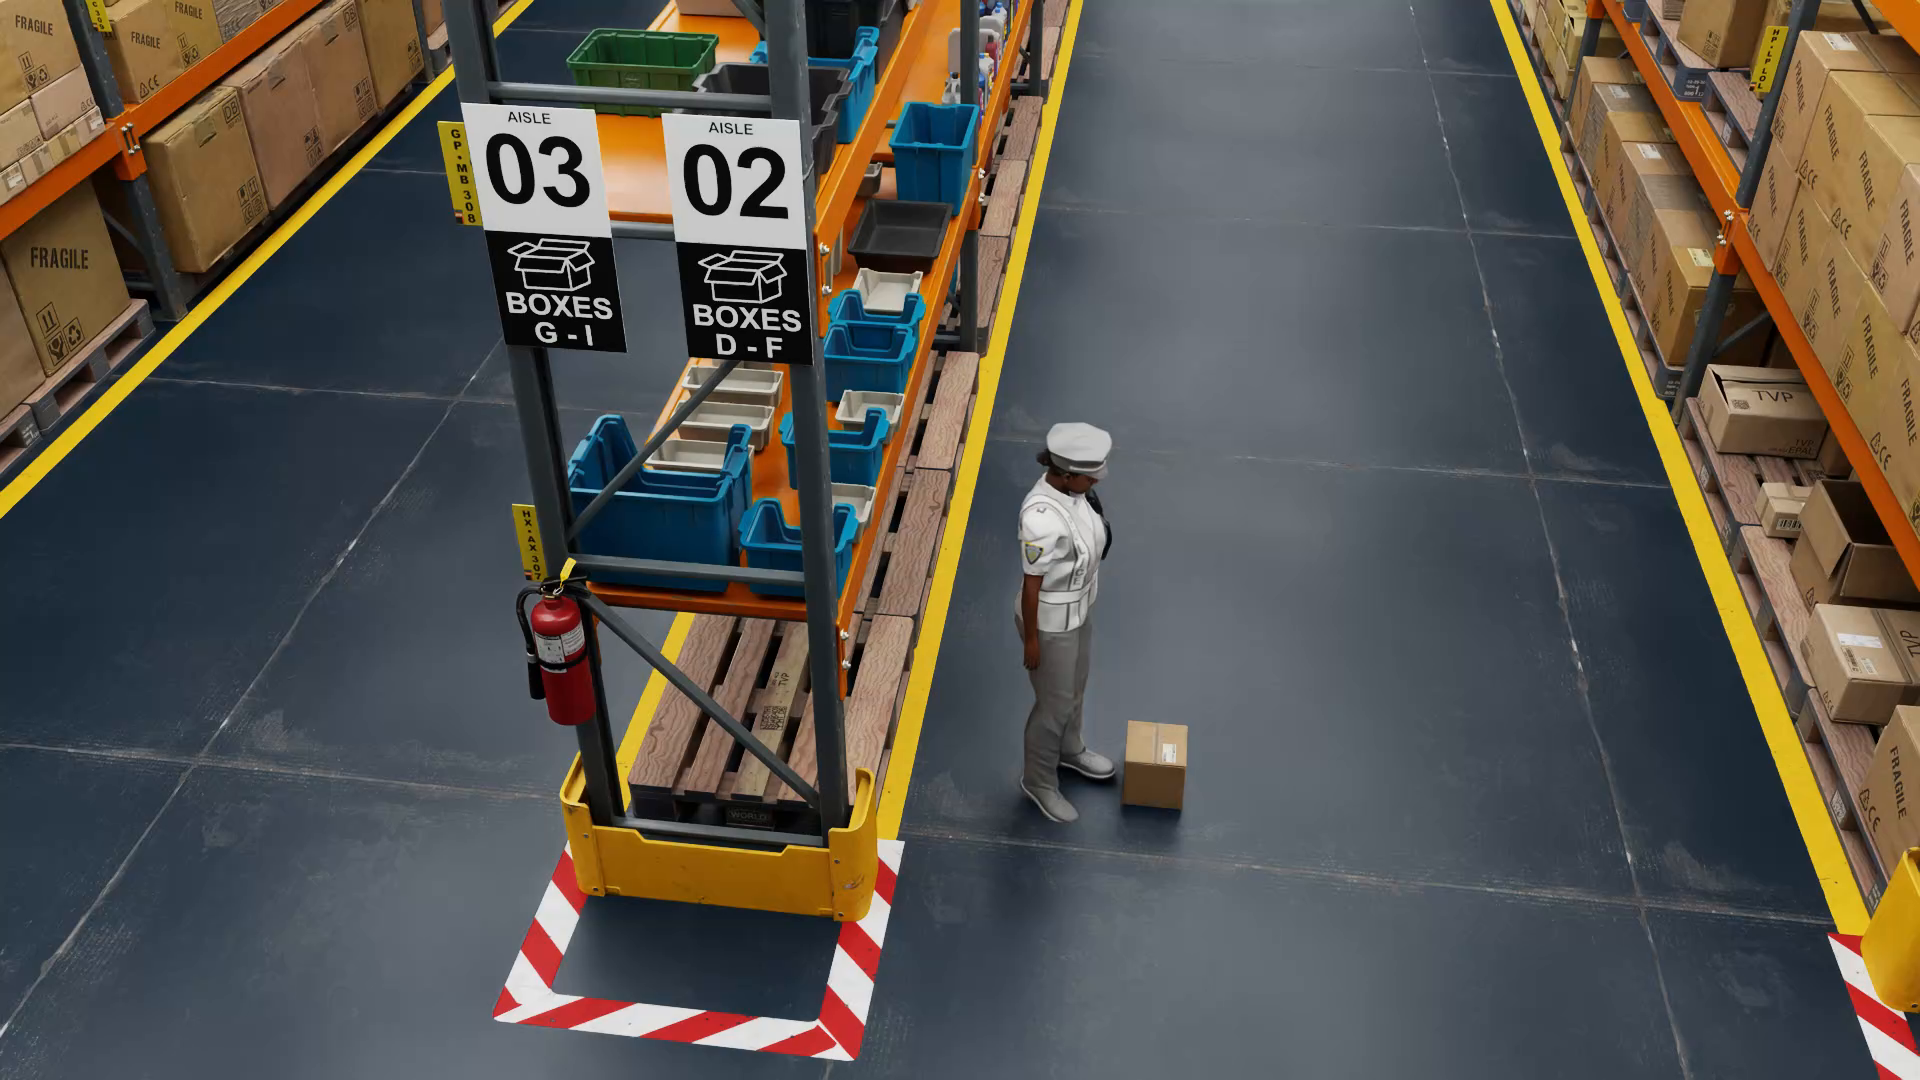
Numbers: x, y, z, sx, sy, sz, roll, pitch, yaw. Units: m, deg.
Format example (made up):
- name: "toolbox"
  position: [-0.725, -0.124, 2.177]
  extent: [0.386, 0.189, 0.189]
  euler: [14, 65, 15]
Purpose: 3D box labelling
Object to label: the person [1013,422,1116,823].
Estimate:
- name: "person"
  position: [0.431, 0.341, 6.593]
  extent: [0.443, 1.711, 0.531]
  euler: [12, 38, 16]
